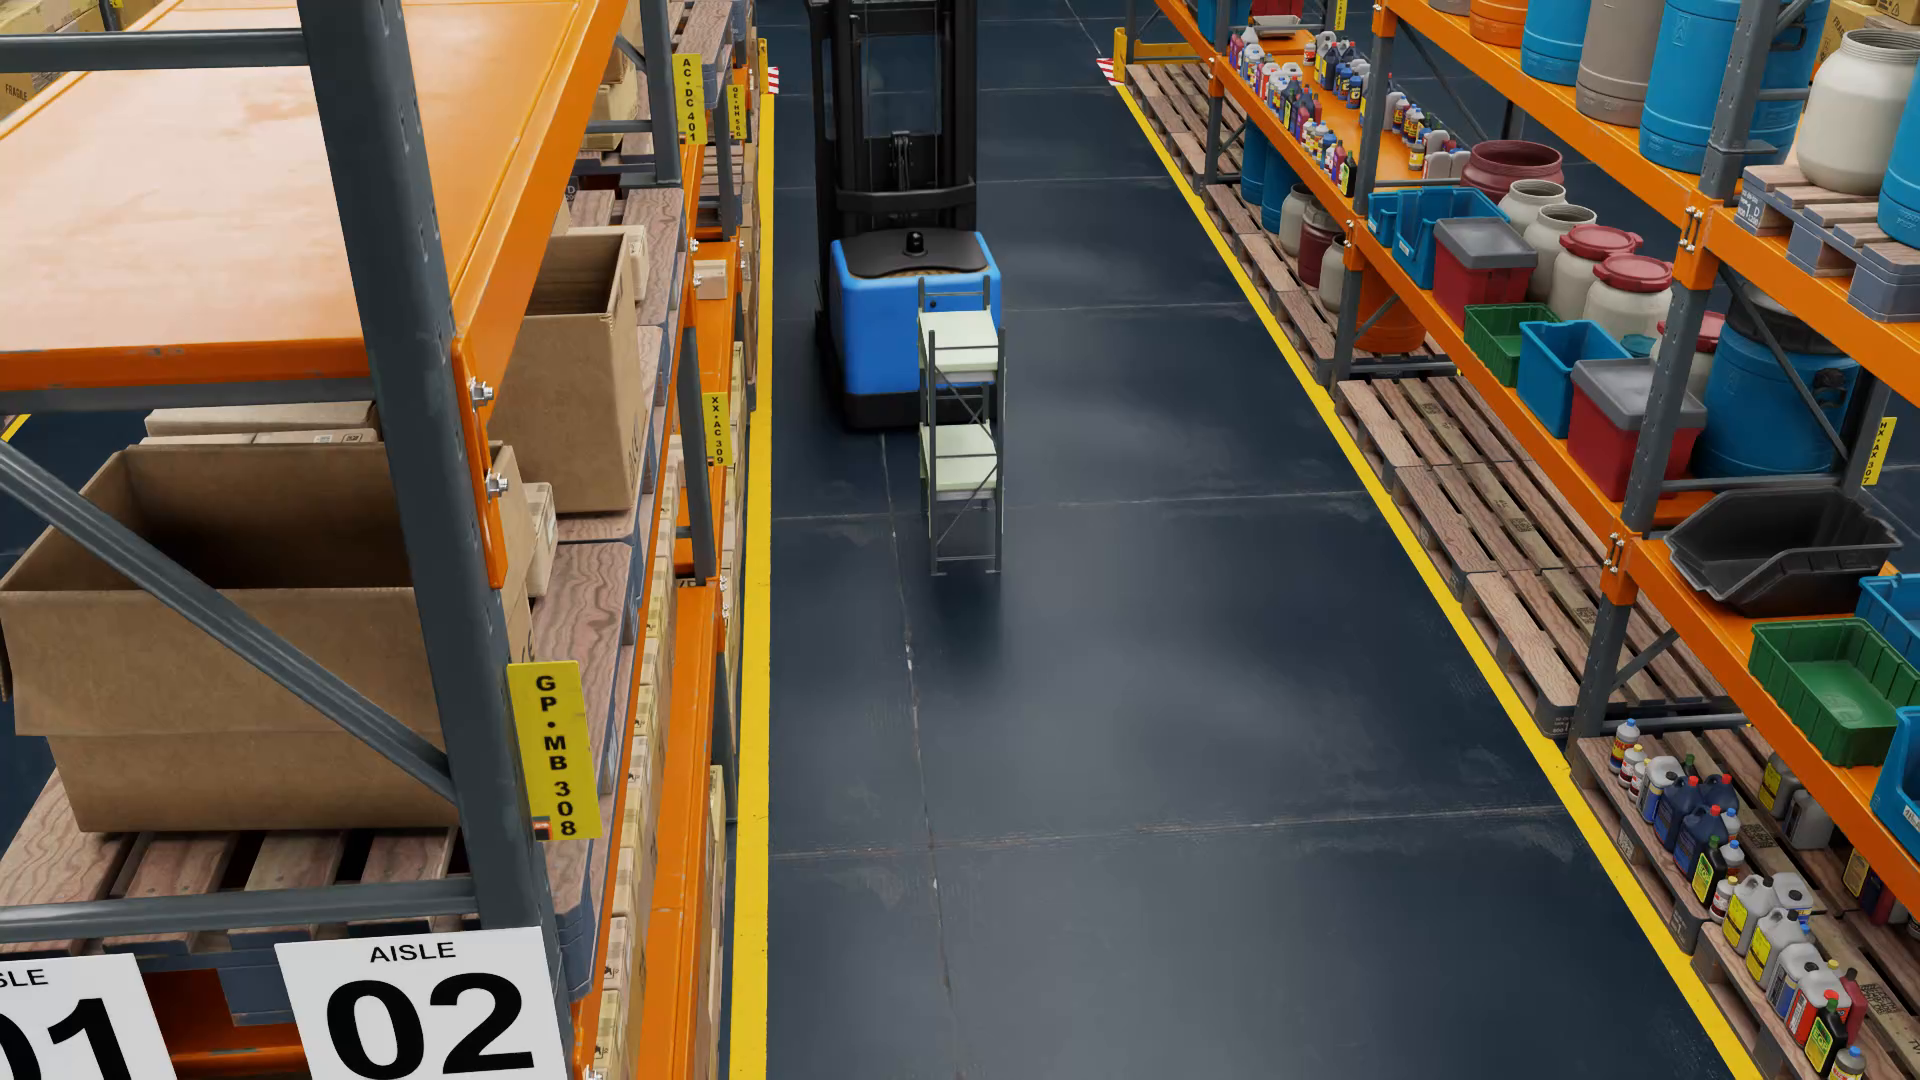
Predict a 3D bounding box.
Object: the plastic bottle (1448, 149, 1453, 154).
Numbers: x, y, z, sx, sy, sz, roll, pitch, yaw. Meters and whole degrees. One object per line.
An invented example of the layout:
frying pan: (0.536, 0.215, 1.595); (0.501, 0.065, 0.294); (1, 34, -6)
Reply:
plastic bottle: (3.327, -2.546, 11.282); (0.097, 0.201, 0.097); (0, 31, 0)

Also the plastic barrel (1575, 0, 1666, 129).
plastic barrel: (3.087, -2.329, 7.310); (0.600, 0.901, 0.600); (0, 31, 0)

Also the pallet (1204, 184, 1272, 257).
pallet: (2.695, -2.734, 14.122); (1.003, 0.211, 1.213); (-3, 31, -5)

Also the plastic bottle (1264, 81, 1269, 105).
plastic bottle: (2.398, -3.454, 12.802); (0.097, 0.201, 0.097); (0, 31, 0)

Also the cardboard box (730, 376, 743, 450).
cardboard box: (-1.545, -0.769, 9.838); (0.500, 0.311, 0.500); (-3, 31, -5)

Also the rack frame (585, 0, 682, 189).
rack frame: (-1.520, -2.583, 5.299); (1.000, 3.000, 0.127); (-3, 31, -5)

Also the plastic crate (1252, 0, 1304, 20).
plastic crate: (2.831, -4.848, 14.821); (0.402, 0.464, 0.583); (-3, 31, -5)

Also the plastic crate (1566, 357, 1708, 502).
plastic crate: (3.062, -0.503, 7.605); (0.402, 0.464, 0.583); (-3, 31, -5)

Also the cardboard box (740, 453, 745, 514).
cardboard box: (-1.506, -0.272, 9.553); (0.500, 0.250, 0.500); (-2, 31, -3)

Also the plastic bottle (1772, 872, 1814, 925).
plastic bottle: (3.276, 1.463, 6.603); (0.152, 0.276, 0.135); (-3, 31, -5)

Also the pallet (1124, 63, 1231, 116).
pallet: (2.329, -4.749, 17.496); (1.003, 0.211, 1.213); (-3, 31, -5)

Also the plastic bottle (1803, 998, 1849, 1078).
plastic bottle: (3.148, 1.801, 6.029); (0.061, 0.283, 0.133); (-2, 31, -3)

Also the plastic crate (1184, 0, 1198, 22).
plastic crate: (2.292, -4.793, 15.060); (0.437, 0.125, 0.590); (-3, 31, -5)

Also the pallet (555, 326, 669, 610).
pallet: (-1.304, -0.201, 4.324); (1.003, 0.211, 1.213); (-3, 31, -5)

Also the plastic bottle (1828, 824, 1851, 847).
plastic bottle: (3.777, 1.119, 7.107); (0.144, 0.351, 0.185); (-4, 31, -7)

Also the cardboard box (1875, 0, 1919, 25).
cardboard box: (7.716, -4.361, 13.051); (0.797, 0.503, 0.637); (-2, 31, -4)

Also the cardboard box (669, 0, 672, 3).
cardboard box: (-1.729, -2.957, 8.588); (0.500, 0.250, 0.500); (-2, 31, -3)

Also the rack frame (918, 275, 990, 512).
rack frame: (-0.034, -0.827, 9.673); (0.400, 1.500, 0.023); (-3, 31, -5)

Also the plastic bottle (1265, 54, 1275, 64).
plastic bottle: (2.485, -3.816, 13.408); (0.097, 0.201, 0.097); (0, 31, 0)

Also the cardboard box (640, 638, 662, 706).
cardboard box: (-1.165, 0.448, 5.345); (0.380, 0.149, 0.250); (-2, 31, -3)

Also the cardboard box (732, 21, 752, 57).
cardboard box: (-2.044, -4.408, 14.107); (0.500, 0.500, 0.500); (-2, 31, -3)

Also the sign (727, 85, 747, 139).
sign: (-1.342, -2.575, 10.007); (0.100, 0.325, 0.005); (-3, 31, -5)

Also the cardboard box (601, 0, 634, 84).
cardboard box: (-1.539, -2.050, 6.337); (0.500, 0.500, 0.500); (-2, 31, -4)

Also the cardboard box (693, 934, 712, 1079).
cardboard box: (-1.113, 1.663, 5.582); (0.500, 0.500, 0.500); (-3, 31, -5)

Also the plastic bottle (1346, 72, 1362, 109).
plastic bottle: (3.016, -3.440, 12.709); (0.097, 0.271, 0.097); (0, 31, 0)

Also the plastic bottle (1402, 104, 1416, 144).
plastic bottle: (3.249, -2.998, 11.971); (0.097, 0.271, 0.097); (0, 31, 0)

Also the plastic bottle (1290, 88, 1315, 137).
plastic bottle: (2.495, -3.117, 12.091); (0.144, 0.351, 0.185); (-3, 31, -5)

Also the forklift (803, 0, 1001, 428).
forklift: (-0.470, -2.724, 11.453); (1.130, 2.935, 3.031); (-5, 31, -8)

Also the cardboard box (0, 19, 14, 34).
cardboard box: (-6.767, -3.345, 11.288); (0.500, 0.250, 0.500); (-3, 31, -6)

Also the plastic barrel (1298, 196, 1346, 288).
plastic barrel: (2.870, -2.255, 12.543); (0.600, 0.588, 0.708); (-3, 31, -5)

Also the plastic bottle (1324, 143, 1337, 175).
plastic bottle: (2.552, -2.613, 11.394); (0.097, 0.201, 0.097); (0, 31, 0)

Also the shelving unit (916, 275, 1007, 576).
shelving unit: (0.001, -0.640, 9.360); (0.431, 1.500, 0.755); (-3, 31, -5)

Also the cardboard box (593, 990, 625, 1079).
cardboard box: (-1.018, 1.241, 4.018); (0.380, 0.149, 0.250); (-3, 31, -4)

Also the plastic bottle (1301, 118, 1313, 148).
plastic bottle: (2.498, -2.911, 11.893); (0.097, 0.201, 0.097); (0, 31, 0)

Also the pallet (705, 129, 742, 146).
pallet: (-2.080, -2.960, 11.968); (1.003, 0.211, 1.213); (-3, 31, -5)

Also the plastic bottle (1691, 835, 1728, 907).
plastic bottle: (3.066, 1.349, 6.786); (0.061, 0.283, 0.133); (-1, 31, -2)

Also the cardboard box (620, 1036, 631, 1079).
cardboard box: (-1.231, 1.485, 4.241); (0.700, 0.500, 0.500); (-2, 31, -3)

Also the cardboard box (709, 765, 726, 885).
cardboard box: (-1.259, 1.219, 7.056); (0.500, 0.250, 0.500); (-3, 31, -5)

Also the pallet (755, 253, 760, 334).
pallet: (-2.037, -1.857, 12.653); (1.003, 0.211, 1.213); (-3, 31, -5)

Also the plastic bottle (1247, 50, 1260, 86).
plastic bottle: (2.346, -3.770, 13.262); (0.097, 0.271, 0.097); (0, 31, 0)

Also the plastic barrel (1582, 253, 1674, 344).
plastic barrel: (3.472, -1.175, 8.659); (0.433, 0.535, 0.433); (0, 31, 0)

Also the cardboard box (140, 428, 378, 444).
cardboard box: (-1.517, -0.004, 3.507); (0.500, 0.250, 0.500); (-3, 31, -5)

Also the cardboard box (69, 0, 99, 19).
cardboard box: (-6.901, -4.127, 12.597); (0.500, 0.250, 0.500); (-2, 31, -3)

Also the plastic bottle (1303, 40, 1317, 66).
plastic bottle: (2.900, -4.041, 13.784); (0.097, 0.201, 0.097); (0, 31, 0)

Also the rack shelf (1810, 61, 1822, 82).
rack shelf: (7.782, -3.234, 12.942); (1.077, 0.370, 4.000); (-3, 31, -5)

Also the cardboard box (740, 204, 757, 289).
cardboard box: (-1.802, -2.201, 12.519); (0.500, 0.500, 0.500); (-4, 31, -6)

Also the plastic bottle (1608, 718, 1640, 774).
plastic bottle: (3.005, 0.923, 7.511); (0.097, 0.271, 0.097); (0, 31, 0)

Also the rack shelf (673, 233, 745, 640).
rack shelf: (-1.707, -0.720, 8.732); (1.077, 0.370, 4.000); (-3, 31, -5)

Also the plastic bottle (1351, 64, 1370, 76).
plastic bottle: (3.117, -3.575, 12.932); (0.152, 0.276, 0.135); (-3, 31, -5)

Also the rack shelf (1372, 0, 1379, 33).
rack shelf: (2.851, -4.285, 11.775); (1.077, 0.370, 4.000); (-3, 31, -5)

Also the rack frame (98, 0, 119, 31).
rack frame: (-7.199, -3.852, 13.275); (1.000, 3.000, 0.127); (-3, 31, -5)
